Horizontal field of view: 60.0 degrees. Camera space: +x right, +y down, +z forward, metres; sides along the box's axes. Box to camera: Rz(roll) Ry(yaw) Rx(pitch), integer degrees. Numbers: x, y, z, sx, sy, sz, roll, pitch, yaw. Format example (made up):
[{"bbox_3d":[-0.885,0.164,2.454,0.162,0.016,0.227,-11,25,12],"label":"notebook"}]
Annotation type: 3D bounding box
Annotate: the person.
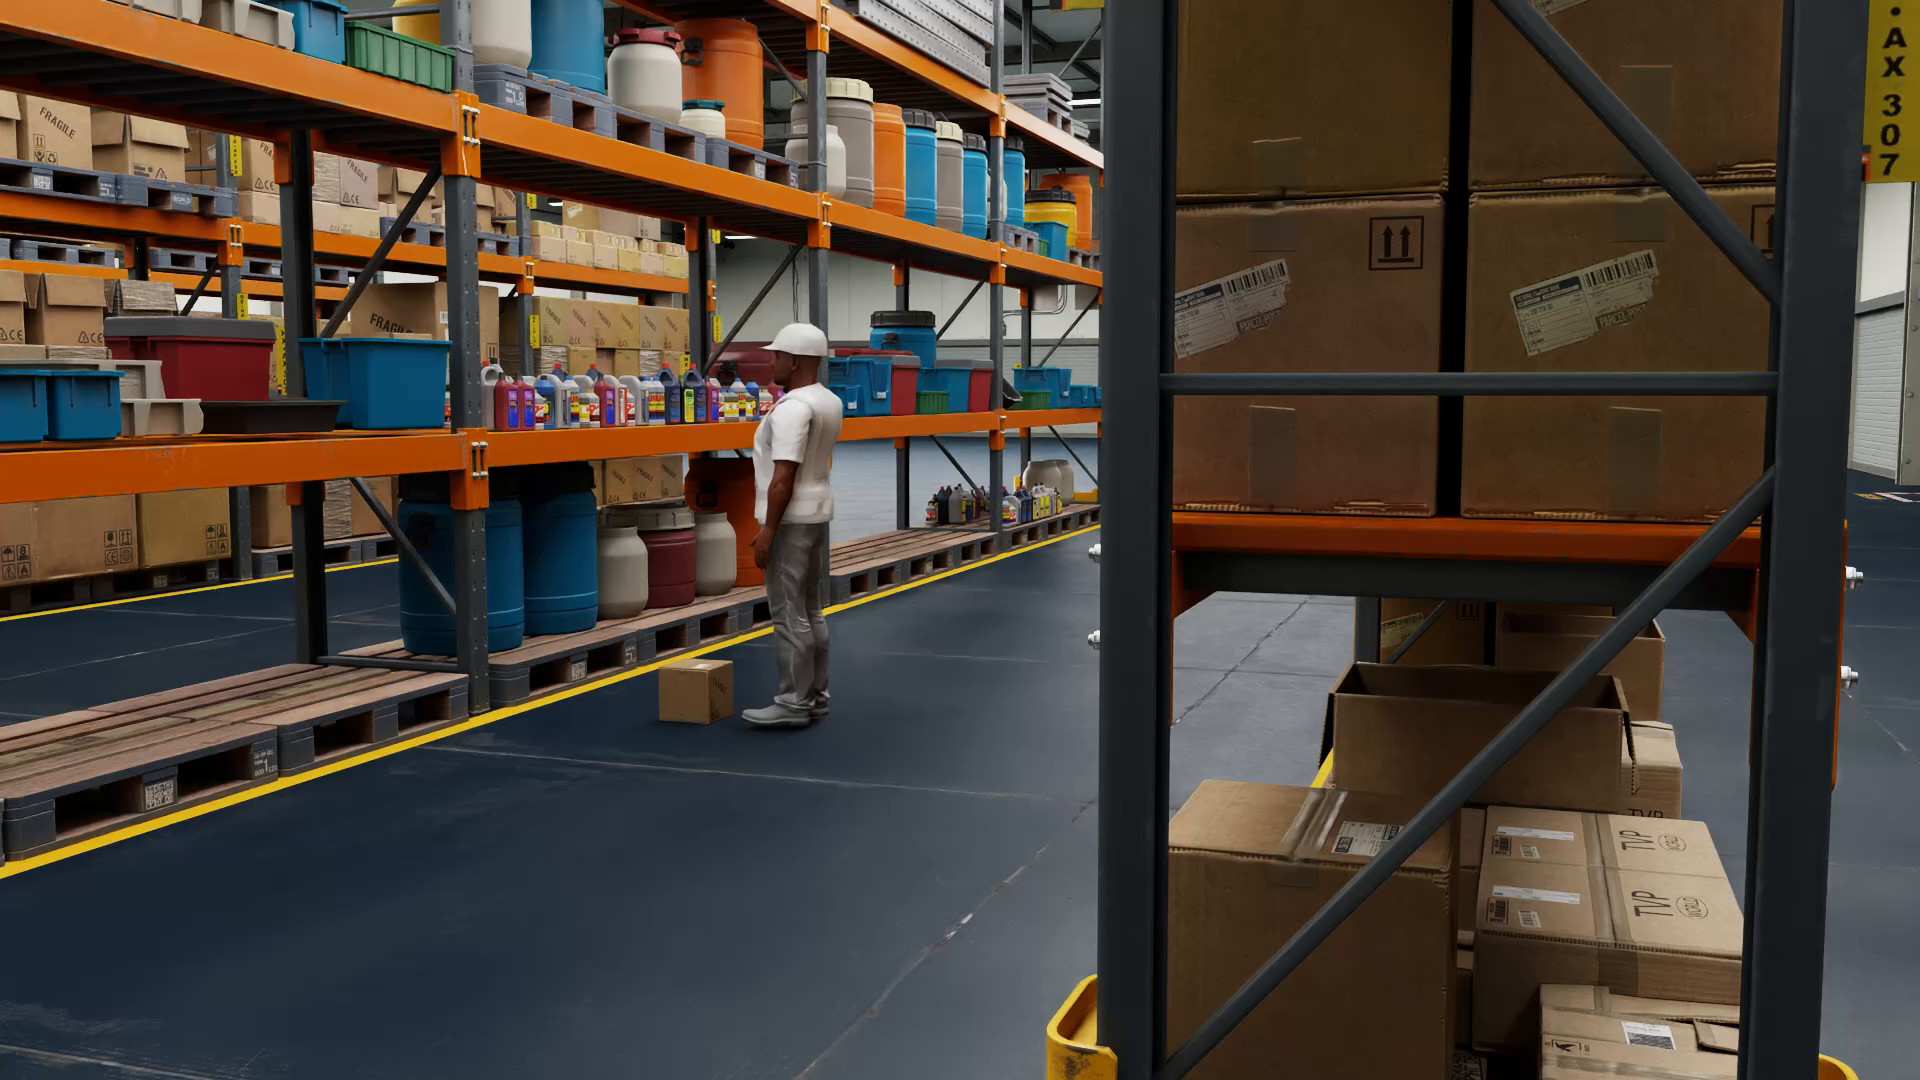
[{"bbox_3d":[-0.754,-0.064,7.384,0.402,1.781,0.586,1,5,13],"label":"person"}]
